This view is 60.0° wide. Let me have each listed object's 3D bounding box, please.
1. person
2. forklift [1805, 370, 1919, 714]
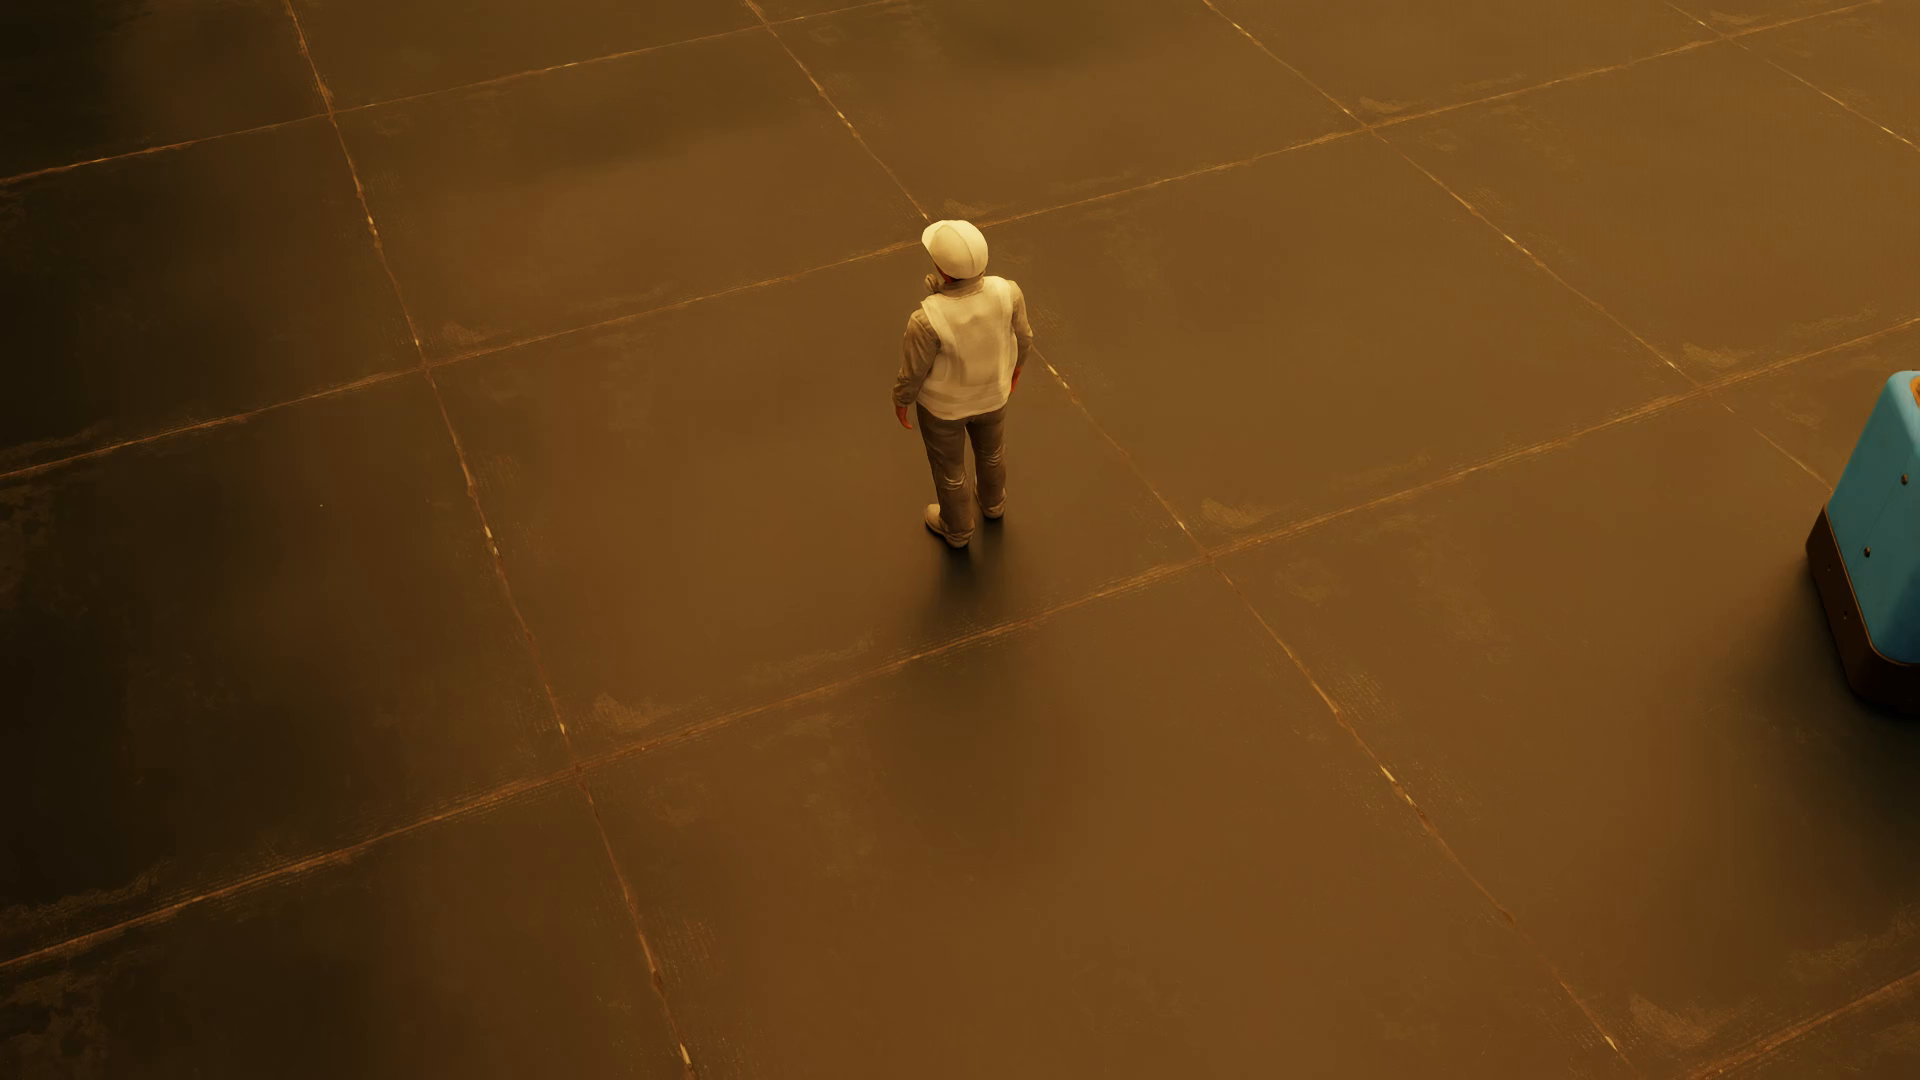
[{"bbox_3d":[-0.018,-0.695,7.262,0.632,1.773,0.568,-18,46,-18],"label":"person"},{"bbox_3d":[5.341,-0.542,6.261,3.031,2.935,1.130,6,43,6],"label":"forklift"}]
